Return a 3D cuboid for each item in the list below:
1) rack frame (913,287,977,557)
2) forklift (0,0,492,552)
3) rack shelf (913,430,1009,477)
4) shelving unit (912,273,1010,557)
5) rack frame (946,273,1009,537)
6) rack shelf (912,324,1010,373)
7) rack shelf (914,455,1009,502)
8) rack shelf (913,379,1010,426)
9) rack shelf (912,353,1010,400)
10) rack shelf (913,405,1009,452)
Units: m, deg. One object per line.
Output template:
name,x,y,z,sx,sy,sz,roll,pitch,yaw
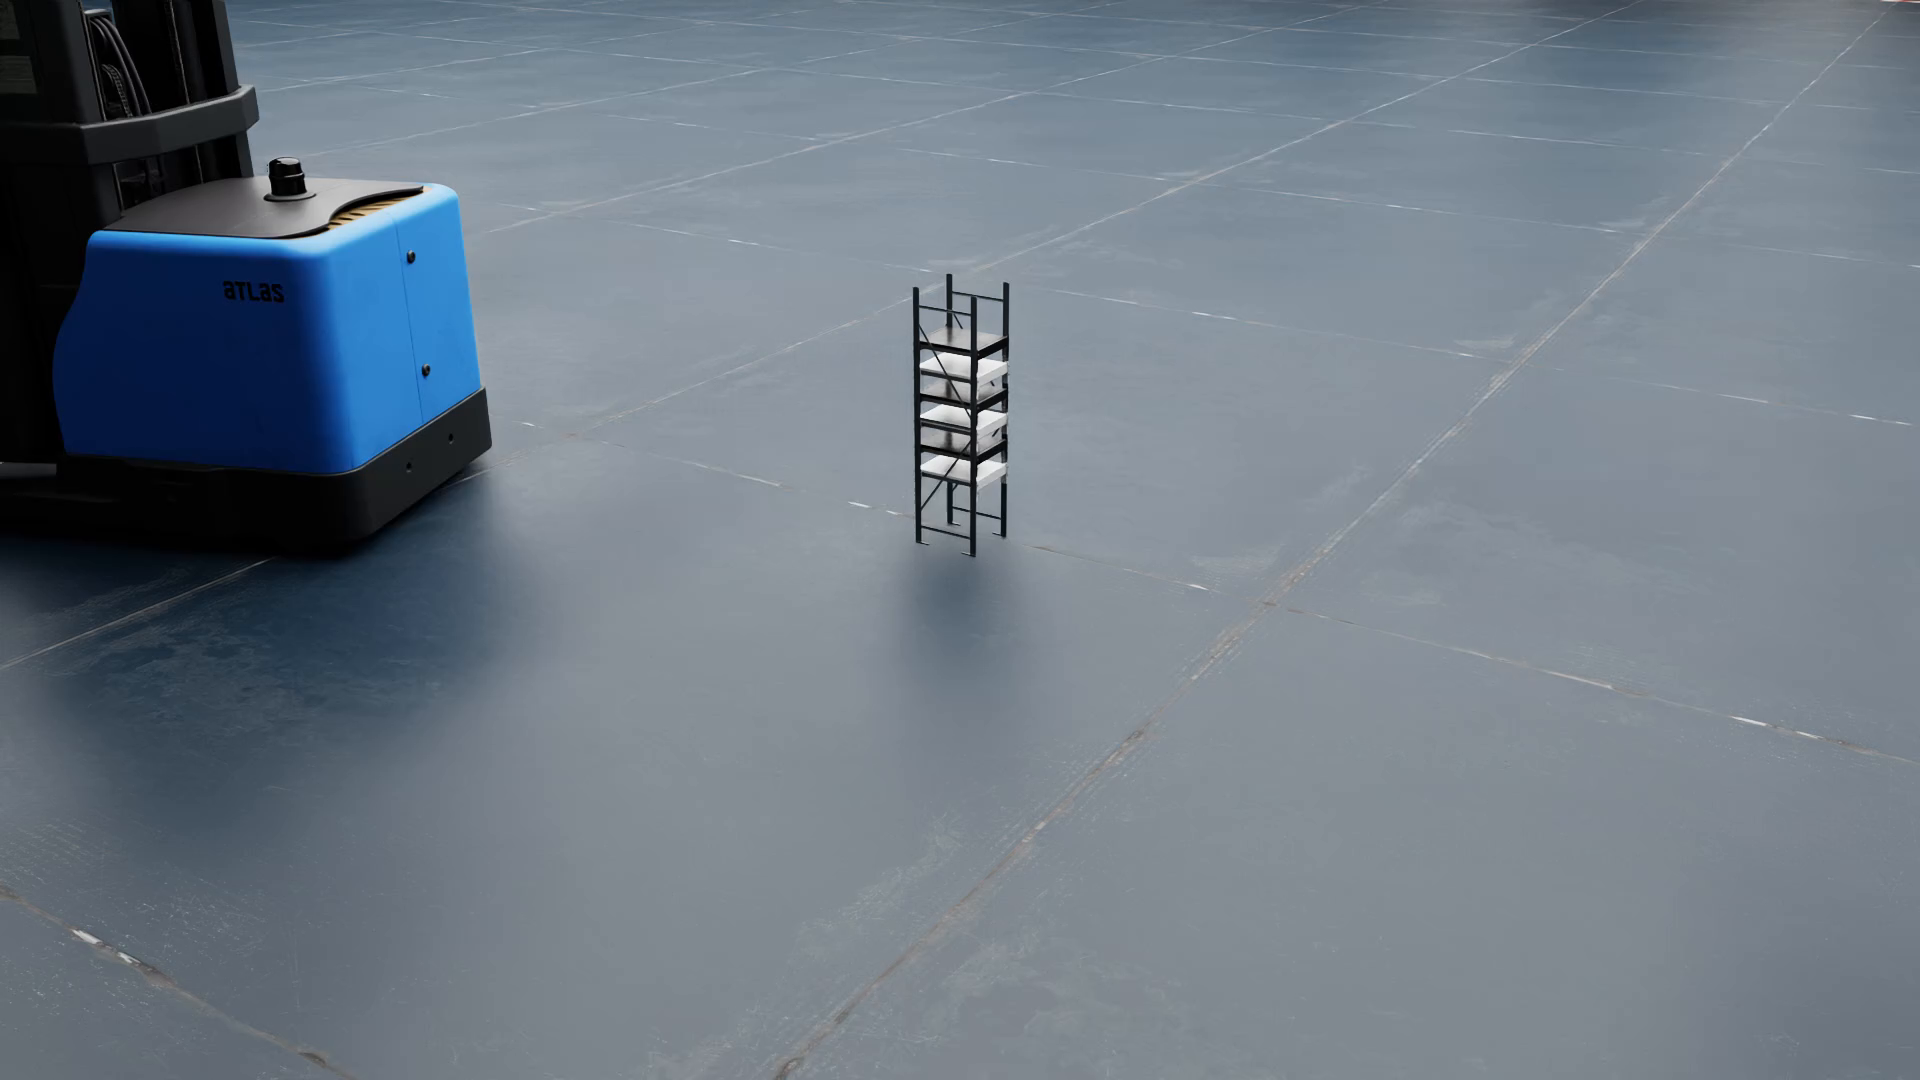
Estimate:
rack frame,-0.049,-0.381,5.498,0.240,0.900,0.006,14,27,29
forklift,-3.373,-1.593,5.741,3.031,2.935,1.130,5,24,11
rack shelf,0.004,-0.303,5.627,0.258,0.077,0.200,14,27,29
shelving unit,0.004,-0.416,5.578,0.258,0.900,0.210,14,27,29
rack frame,0.058,-0.450,5.657,0.240,0.900,0.006,14,27,29
rack shelf,0.004,-0.633,5.484,0.258,0.077,0.200,14,27,29
rack shelf,0.004,-0.220,5.662,0.258,0.077,0.200,14,27,29
rack shelf,0.004,-0.468,5.555,0.258,0.077,0.200,14,27,29
rack shelf,0.004,-0.550,5.519,0.258,0.077,0.200,14,27,29
rack shelf,0.004,-0.385,5.591,0.258,0.077,0.200,14,27,29
